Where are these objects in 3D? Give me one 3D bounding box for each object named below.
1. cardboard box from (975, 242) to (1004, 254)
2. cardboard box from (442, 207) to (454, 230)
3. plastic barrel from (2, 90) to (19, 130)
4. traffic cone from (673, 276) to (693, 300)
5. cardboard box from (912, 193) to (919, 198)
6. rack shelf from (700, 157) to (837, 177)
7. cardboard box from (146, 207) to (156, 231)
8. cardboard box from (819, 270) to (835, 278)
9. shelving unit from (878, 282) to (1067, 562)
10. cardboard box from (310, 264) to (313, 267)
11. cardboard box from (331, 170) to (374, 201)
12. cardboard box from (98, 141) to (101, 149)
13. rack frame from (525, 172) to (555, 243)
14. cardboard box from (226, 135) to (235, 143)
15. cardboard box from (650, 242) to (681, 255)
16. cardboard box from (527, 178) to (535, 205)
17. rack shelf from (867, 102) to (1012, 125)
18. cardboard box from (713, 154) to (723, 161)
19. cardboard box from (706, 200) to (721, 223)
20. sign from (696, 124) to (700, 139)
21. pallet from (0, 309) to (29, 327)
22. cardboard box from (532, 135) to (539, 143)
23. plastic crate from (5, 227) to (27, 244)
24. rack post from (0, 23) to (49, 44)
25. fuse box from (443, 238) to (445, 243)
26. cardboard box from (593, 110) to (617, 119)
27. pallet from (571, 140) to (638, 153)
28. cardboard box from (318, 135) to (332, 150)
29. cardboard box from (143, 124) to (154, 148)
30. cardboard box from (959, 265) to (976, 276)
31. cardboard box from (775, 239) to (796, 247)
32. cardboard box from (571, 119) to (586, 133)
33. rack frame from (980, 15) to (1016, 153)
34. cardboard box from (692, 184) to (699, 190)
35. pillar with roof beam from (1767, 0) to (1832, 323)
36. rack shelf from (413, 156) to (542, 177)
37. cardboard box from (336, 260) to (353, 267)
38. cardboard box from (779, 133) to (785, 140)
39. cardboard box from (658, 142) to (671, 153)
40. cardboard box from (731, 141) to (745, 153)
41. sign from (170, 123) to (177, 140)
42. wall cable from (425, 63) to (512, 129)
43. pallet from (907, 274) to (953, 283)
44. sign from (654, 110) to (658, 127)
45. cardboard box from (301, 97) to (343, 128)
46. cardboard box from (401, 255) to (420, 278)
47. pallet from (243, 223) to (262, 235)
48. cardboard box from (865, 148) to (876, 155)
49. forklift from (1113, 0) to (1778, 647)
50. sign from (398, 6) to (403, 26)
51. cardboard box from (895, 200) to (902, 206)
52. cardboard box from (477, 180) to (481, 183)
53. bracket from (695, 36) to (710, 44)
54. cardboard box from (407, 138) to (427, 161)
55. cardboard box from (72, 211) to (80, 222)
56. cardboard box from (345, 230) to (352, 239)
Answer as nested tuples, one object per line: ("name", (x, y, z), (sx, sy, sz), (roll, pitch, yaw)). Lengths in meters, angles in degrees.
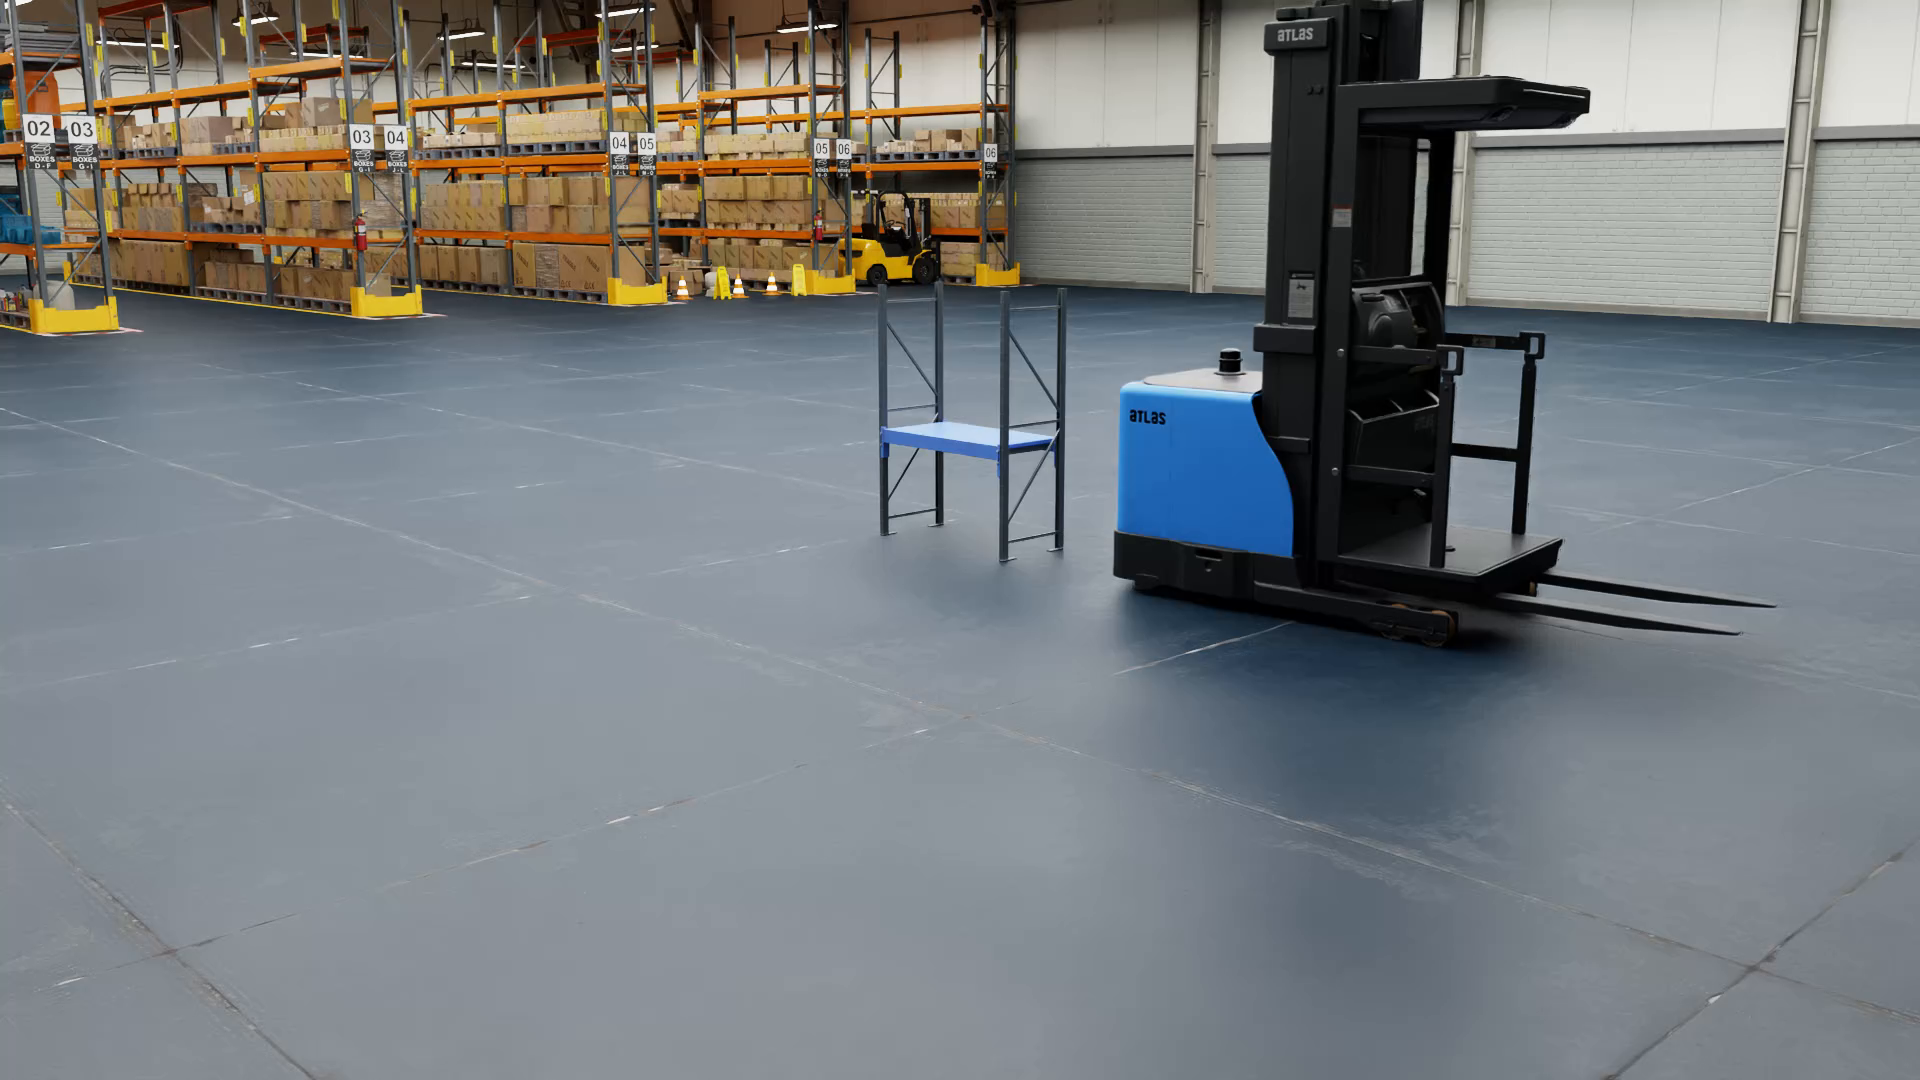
("cardboard box", (0.676, -6.882, 39.175), (0.500, 0.250, 0.500), (-11, 16, -43))
("cardboard box", (-10.935, -7.006, 36.233), (0.500, 0.500, 0.500), (-11, 16, -43))
("plastic barrel", (-14.345, -6.589, 25.517), (0.600, 0.588, 0.600), (0, 12, 0))
("traffic cone", (-5.566, -5.073, 33.386), (0.336, 0.463, 0.334), (-11, 16, -43))
("cardboard box", (-0.939, -8.268, 40.015), (0.380, 0.149, 0.250), (-11, 16, -43))
("rack shelf", (-4.097, -8.153, 36.399), (1.077, 0.370, 4.000), (-11, 16, -43))
("cardboard box", (-16.980, -6.841, 35.432), (0.500, 0.500, 0.500), (-10, 16, -41))
("cardboard box", (-3.073, -5.759, 36.206), (0.500, 0.250, 0.500), (-11, 16, -43))
("shelving unit", (0.059, -0.722, 9.700), (0.538, 1.500, 1.048), (-11, 16, -43))
("cardboard box", (-16.068, -6.839, 41.698), (0.380, 0.149, 0.250), (-11, 16, -43))
("cardboard box", (-10.442, -6.093, 28.591), (0.500, 0.500, 0.500), (-11, 16, -43))
("cardboard box", (-19.123, -9.072, 37.543), (0.700, 0.500, 0.500), (-10, 15, -40))
("rack frame", (-11.003, -8.495, 43.713), (1.000, 3.000, 0.127), (-11, 16, -43))
("cardboard box", (-14.013, -7.767, 32.282), (0.250, 0.166, 0.380), (11, 16, 44))
("cardboard box", (-8.545, -8.369, 48.252), (0.500, 0.500, 0.700), (11, 16, 43))
("cardboard box", (-8.295, -7.103, 33.907), (0.875, 0.550, 0.550), (-11, 16, -43))
("rack shelf", (-0.510, -10.118, 39.497), (1.077, 0.370, 4.000), (-11, 16, -43))
("cardboard box", (-5.302, -8.548, 37.157), (0.380, 0.149, 0.250), (-11, 16, -42))
("cardboard box", (-5.376, -7.420, 37.506), (0.500, 0.500, 0.500), (-11, 16, -43))
("sign", (-5.877, -9.165, 37.274), (0.100, 0.325, 0.005), (-11, 16, -43))
("pallet", (-14.948, -3.609, 26.906), (1.003, 0.211, 1.213), (-11, 16, -43))
("cardboard box", (-8.279, -7.975, 33.089), (0.380, 0.149, 0.250), (-11, 16, -43))
("plastic crate", (-14.472, -4.727, 25.791), (0.499, 0.251, 0.408), (-11, 16, -43))
("rack post", (-14.827, -7.853, 25.913), (0.937, 0.300, 0.954), (-11, 16, -44))
("fuse box", (-16.056, -9.539, 51.973), (0.539, 1.711, 0.414), (-11, 16, -43))
("cardboard box", (-6.705, -8.033, 31.392), (0.380, 0.149, 0.250), (-11, 16, -42))
("pallet", (-6.746, -7.572, 32.018), (1.003, 0.211, 1.213), (-11, 16, -43))
("cardboard box", (-10.747, -6.866, 28.744), (0.500, 0.250, 0.500), (-11, 16, -42))
("cardboard box", (-16.834, -8.551, 35.254), (0.797, 0.503, 0.637), (-11, 16, -43))
("cardboard box", (0.318, -6.320, 38.927), (0.500, 0.250, 0.500), (-11, 16, -42))
("cardboard box", (-3.760, -6.413, 35.912), (0.380, 0.149, 0.250), (-10, 15, -41))
("cardboard box", (-7.111, -7.941, 31.936), (0.500, 0.250, 0.500), (-11, 16, -42))
("rack frame", (0.871, -10.375, 37.967), (1.000, 3.000, 0.127), (-11, 16, -43))
("cardboard box", (-6.372, -8.308, 39.170), (0.380, 0.149, 0.250), (-10, 15, -39))
("pillar with roof beam", (10.359, -7.375, 23.408), (9.100, 9.000, 0.400), (-11, 16, -43))
("rack shelf", (-10.370, -8.032, 35.813), (1.077, 0.370, 4.000), (-11, 16, -43))
("cardboard box", (-14.961, -6.748, 40.517), (0.380, 0.149, 0.250), (-10, 16, -41))
("cardboard box", (-3.641, -8.611, 35.486), (0.380, 0.149, 0.250), (-11, 16, -42))
("cardboard box", (-6.684, -9.143, 38.756), (0.500, 0.250, 0.500), (-11, 16, -42))
("cardboard box", (-4.673, -8.618, 36.509), (0.500, 0.250, 0.500), (-11, 16, -42))
("sign", (-15.815, -8.216, 33.444), (0.100, 0.325, 0.005), (-11, 16, -43))
("wall cable", (-15.311, -13.314, 52.141), (2.988, 3.039, 0.133), (-11, 16, -43))
("pallet", (-0.525, -6.355, 40.231), (1.003, 0.211, 1.213), (-11, 16, -43))
("sign", (-5.821, -8.052, 31.765), (0.100, 0.325, 0.005), (-11, 16, -43))
("cardboard box", (-11.137, -7.463, 29.043), (0.500, 0.500, 0.500), (-11, 16, -43))
("cardboard box", (-12.395, -6.248, 37.959), (0.500, 0.500, 0.500), (-11, 16, -43))
("pallet", (-13.069, -5.985, 32.002), (1.003, 0.211, 1.213), (-11, 16, -43))
("cardboard box", (-2.335, -9.772, 41.810), (0.380, 0.149, 0.250), (-11, 16, -43))
("forklift", (2.263, -1.071, 7.844), (3.031, 2.935, 1.130), (9, 15, 38))
("sign", (-9.491, -8.873, 28.169), (0.100, 0.325, 0.005), (-11, 16, -43))
("cardboard box", (-1.364, -8.186, 40.354), (0.380, 0.149, 0.250), (-10, 16, -41))
("cardboard box", (-12.835, -9.654, 45.003), (0.380, 0.149, 0.250), (-11, 16, -42))
("bracket", (-7.215, -14.006, 46.673), (0.235, 0.232, 0.430), (-11, 16, -43))
("cardboard box", (-12.329, -8.773, 37.380), (0.500, 0.500, 0.500), (-11, 16, -43))
("cardboard box", (-20.433, -7.588, 38.942), (0.500, 0.250, 0.500), (-11, 16, -43))
("cardboard box", (-10.402, -5.290, 28.775), (0.380, 0.149, 0.250), (-11, 16, -43))
